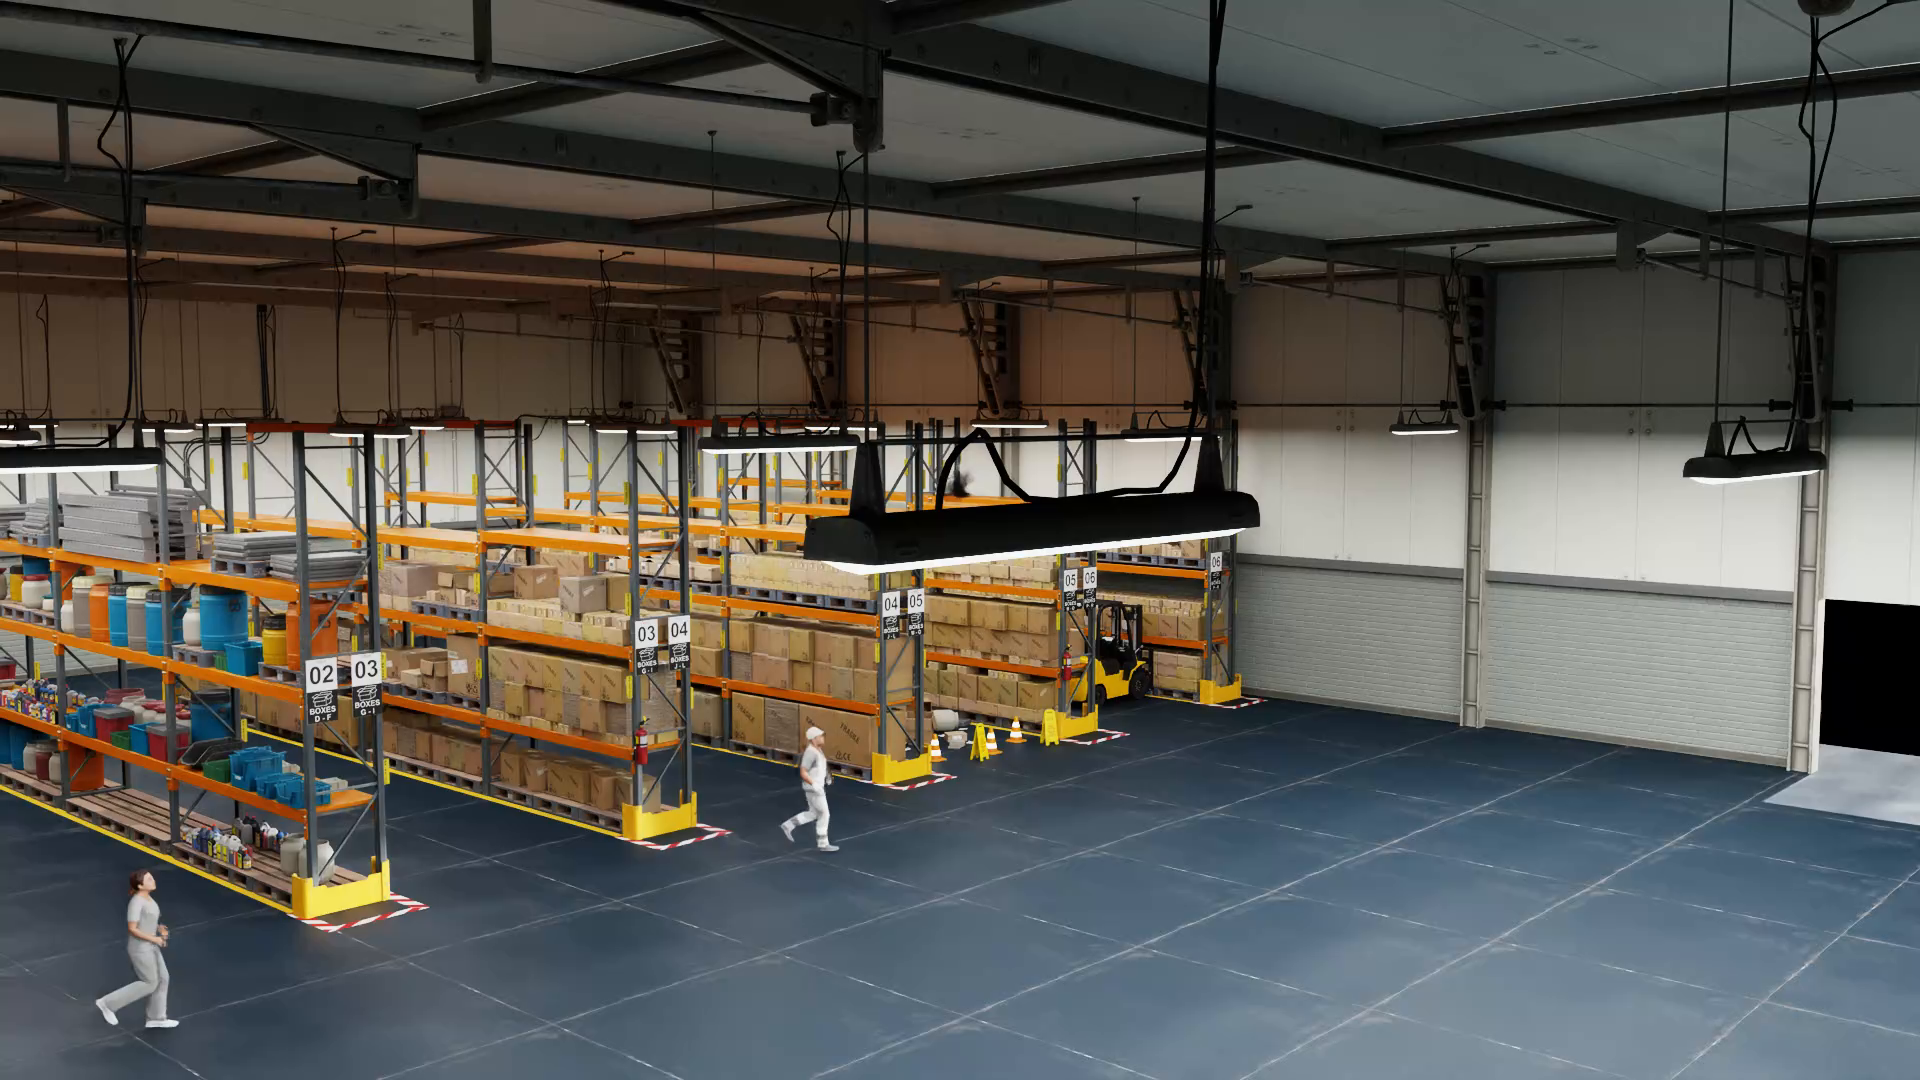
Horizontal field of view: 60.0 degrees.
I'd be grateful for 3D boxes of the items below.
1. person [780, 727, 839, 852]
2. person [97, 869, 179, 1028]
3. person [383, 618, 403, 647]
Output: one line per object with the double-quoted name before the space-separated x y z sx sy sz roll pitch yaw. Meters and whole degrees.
"person" -2.131 3.513 23.496 0.839 1.777 0.666 0 5 0
"person" -8.334 4.147 16.838 0.723 1.652 0.572 -2 5 -18
"person" -13.493 2.235 39.764 0.657 1.826 0.790 3 5 32
